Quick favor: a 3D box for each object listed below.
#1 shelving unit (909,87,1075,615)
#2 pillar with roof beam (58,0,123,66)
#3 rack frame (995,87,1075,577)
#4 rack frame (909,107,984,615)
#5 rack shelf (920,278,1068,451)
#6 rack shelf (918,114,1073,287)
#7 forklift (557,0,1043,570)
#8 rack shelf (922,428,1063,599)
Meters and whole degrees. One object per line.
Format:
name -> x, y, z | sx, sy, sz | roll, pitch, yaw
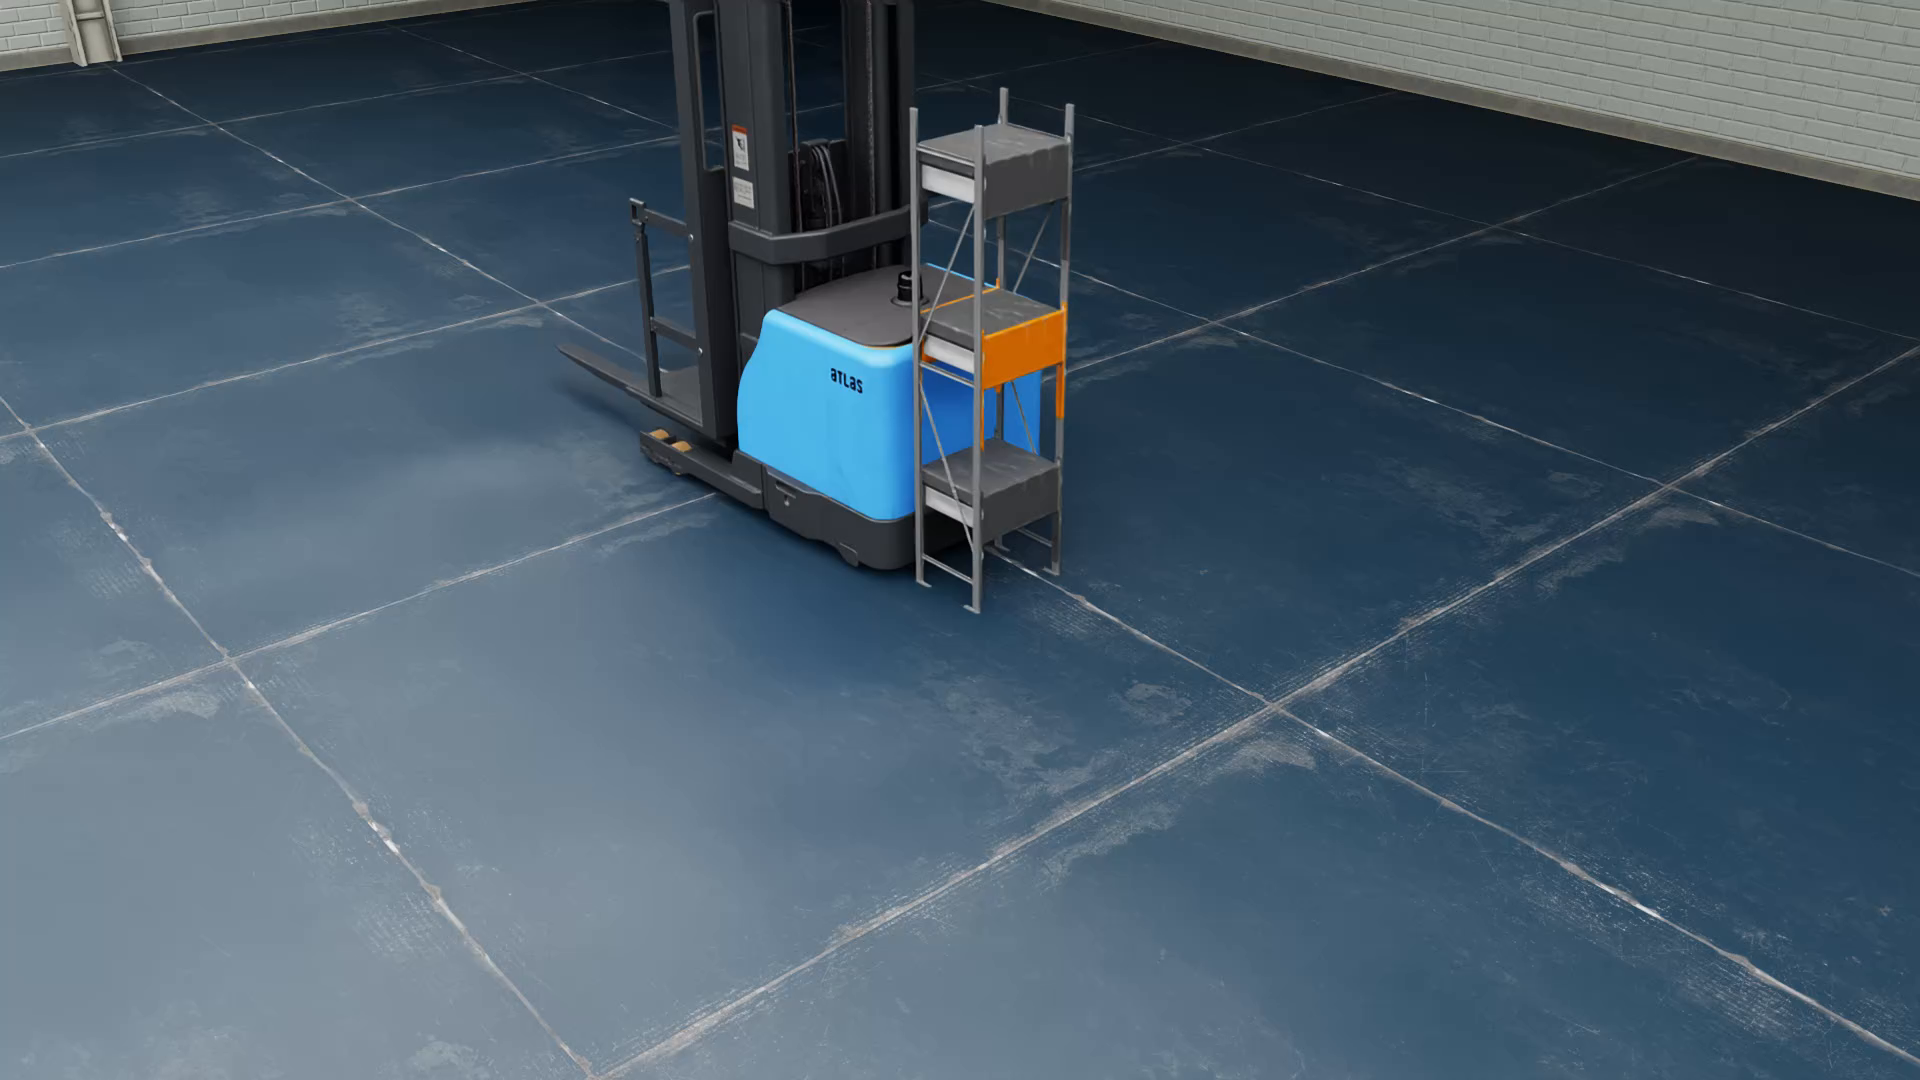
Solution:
shelving unit -> 0.125, -0.752, 6.929 | 0.503, 2.100, 0.431 | -24, 36, -37
pillar with roof beam -> -5.920, -7.266, 11.800 | 0.400, 9.000, 9.100 | -22, 35, -35
rack frame -> 0.303, -0.830, 7.076 | 0.015, 2.100, 0.400 | -24, 36, -37
rack frame -> -0.053, -0.673, 6.782 | 0.015, 2.100, 0.400 | -24, 36, -37
rack shelf -> 0.125, -0.740, 6.935 | 0.480, 0.518, 0.431 | -24, 36, -37
rack shelf -> 0.125, -1.357, 6.605 | 0.480, 0.518, 0.431 | -24, 36, -37
forklift -> -0.983, -1.766, 7.946 | 1.130, 2.935, 3.031 | -24, 36, -37
rack shelf -> 0.125, -0.122, 7.265 | 0.480, 0.518, 0.431 | -24, 36, -37
